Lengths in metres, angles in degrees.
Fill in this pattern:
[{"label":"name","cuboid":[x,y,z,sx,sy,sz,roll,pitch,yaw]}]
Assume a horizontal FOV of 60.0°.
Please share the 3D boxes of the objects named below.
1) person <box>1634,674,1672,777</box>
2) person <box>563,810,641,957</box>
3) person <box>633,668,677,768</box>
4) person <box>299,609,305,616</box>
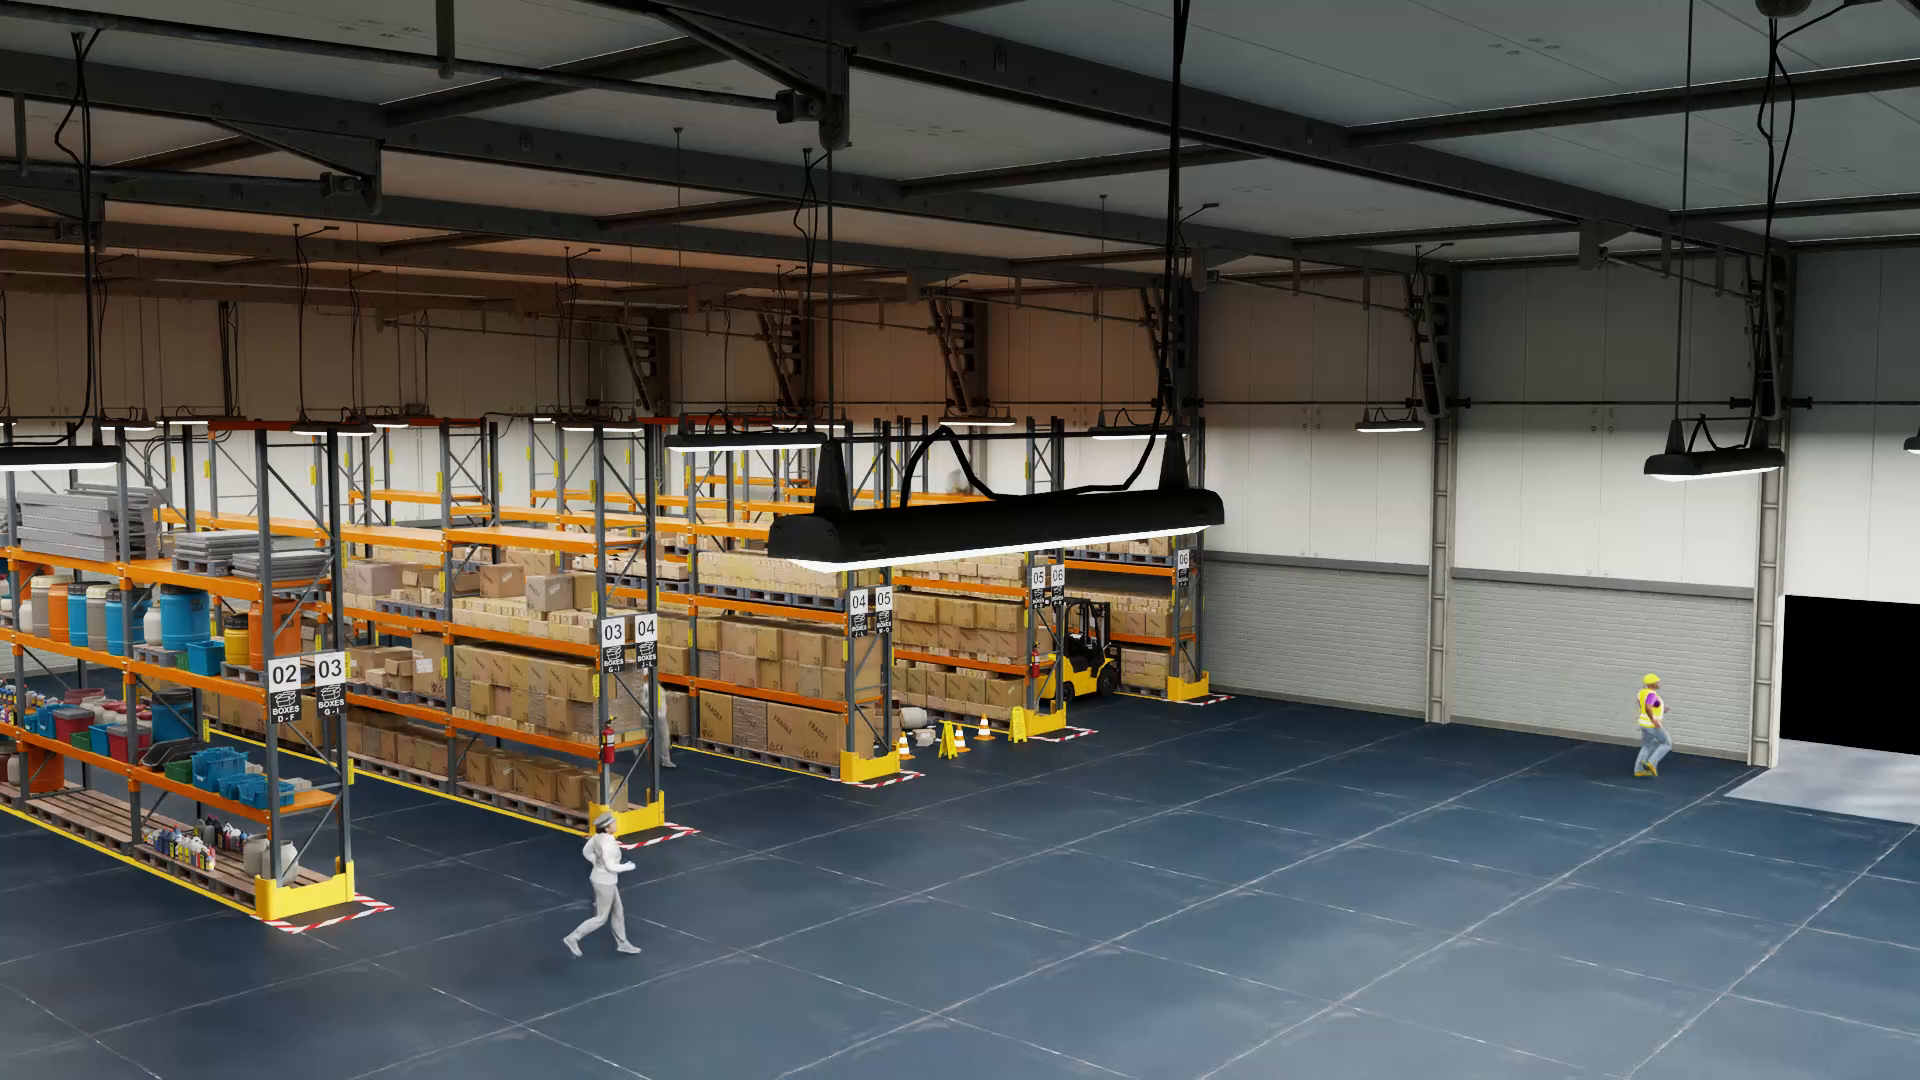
[{"label":"person","cuboid":[11.675,3.121,28.003,0.660,1.741,0.692,-1,5,-9]},{"label":"person","cuboid":[-4.079,3.923,18.895,0.899,1.703,0.624,-2,5,-25]},{"label":"person","cuboid":[-5.311,3.060,28.902,0.945,1.751,0.676,3,6,35]},{"label":"person","cuboid":[-15.002,2.350,37.745,0.716,1.784,0.658,0,5,1]}]
